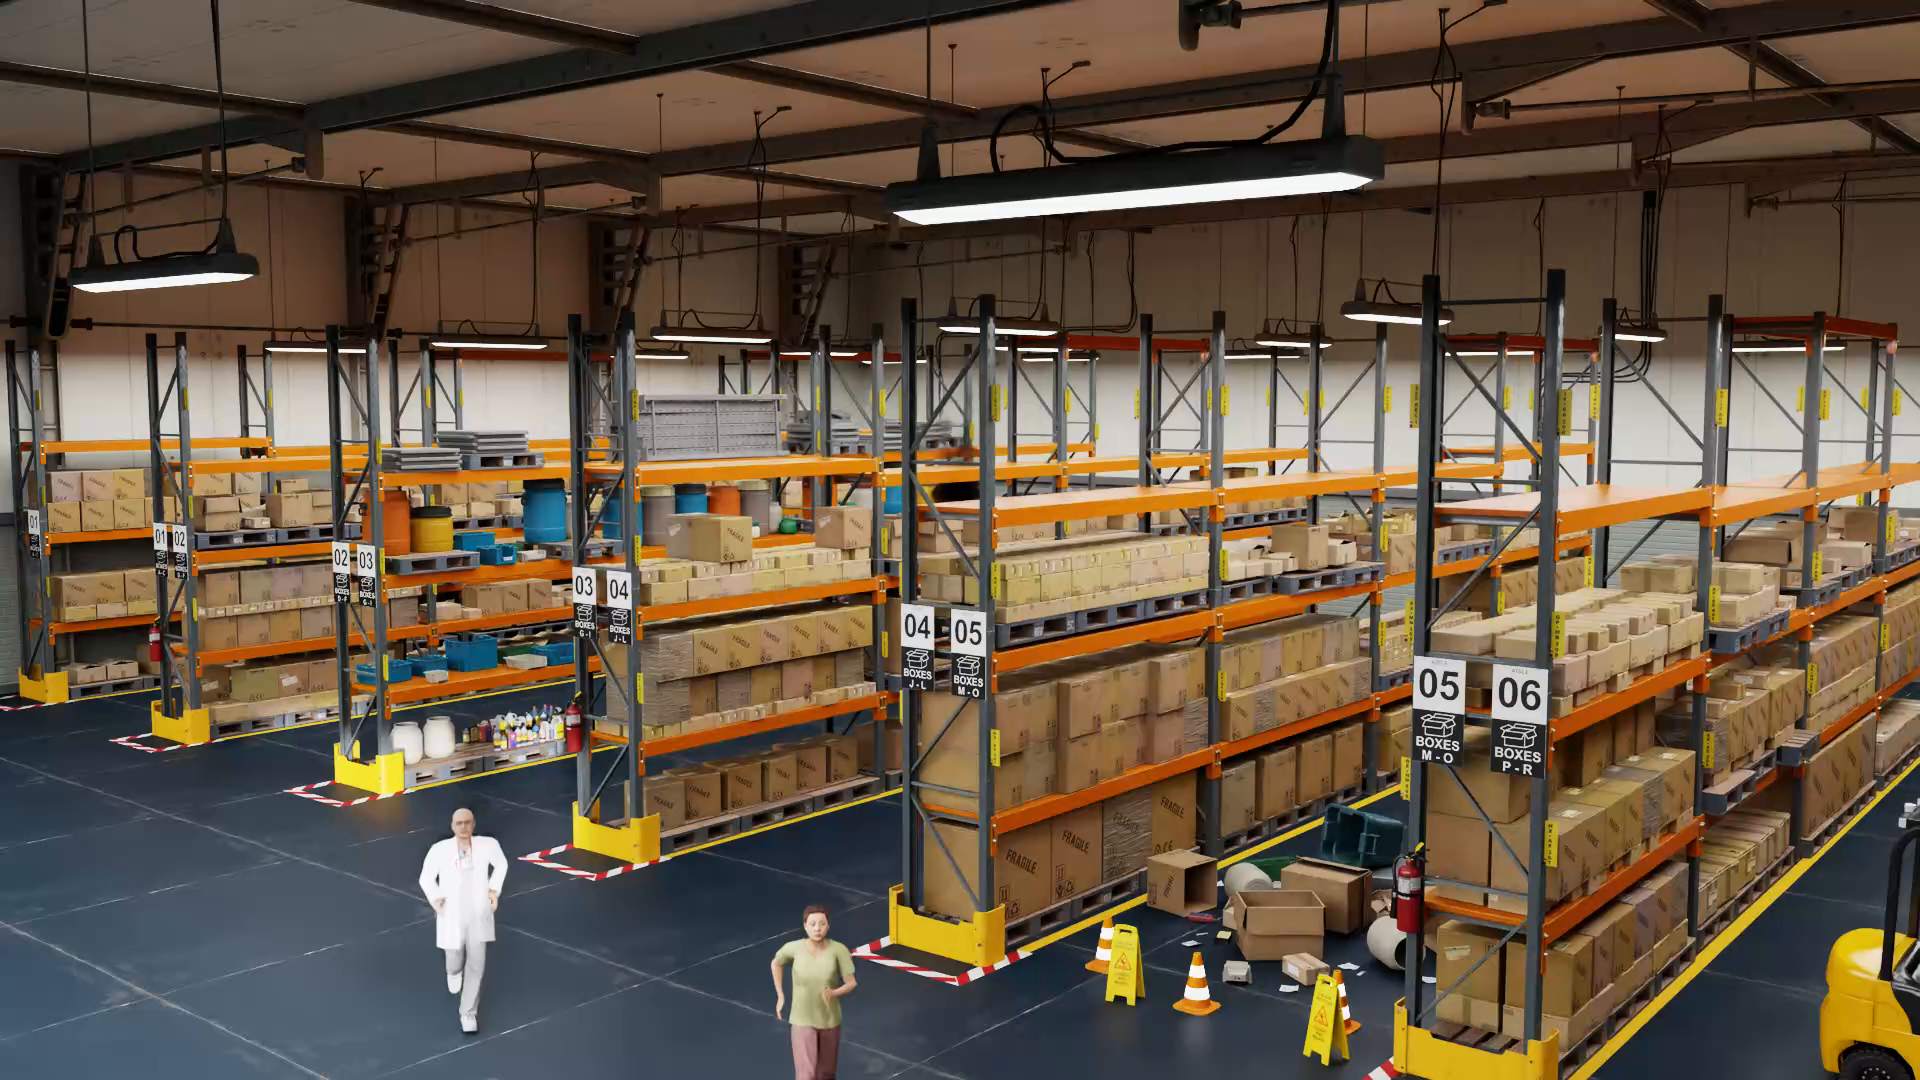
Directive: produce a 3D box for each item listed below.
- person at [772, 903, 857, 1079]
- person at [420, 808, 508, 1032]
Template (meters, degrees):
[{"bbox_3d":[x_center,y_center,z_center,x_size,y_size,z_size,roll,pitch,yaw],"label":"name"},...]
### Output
[{"bbox_3d":[-0.981,3.321,11.315,0.544,1.715,0.729,-1,5,-13],"label":"person"},{"bbox_3d":[-4.047,3.070,13.638,0.708,1.748,0.805,-2,5,-21],"label":"person"}]
